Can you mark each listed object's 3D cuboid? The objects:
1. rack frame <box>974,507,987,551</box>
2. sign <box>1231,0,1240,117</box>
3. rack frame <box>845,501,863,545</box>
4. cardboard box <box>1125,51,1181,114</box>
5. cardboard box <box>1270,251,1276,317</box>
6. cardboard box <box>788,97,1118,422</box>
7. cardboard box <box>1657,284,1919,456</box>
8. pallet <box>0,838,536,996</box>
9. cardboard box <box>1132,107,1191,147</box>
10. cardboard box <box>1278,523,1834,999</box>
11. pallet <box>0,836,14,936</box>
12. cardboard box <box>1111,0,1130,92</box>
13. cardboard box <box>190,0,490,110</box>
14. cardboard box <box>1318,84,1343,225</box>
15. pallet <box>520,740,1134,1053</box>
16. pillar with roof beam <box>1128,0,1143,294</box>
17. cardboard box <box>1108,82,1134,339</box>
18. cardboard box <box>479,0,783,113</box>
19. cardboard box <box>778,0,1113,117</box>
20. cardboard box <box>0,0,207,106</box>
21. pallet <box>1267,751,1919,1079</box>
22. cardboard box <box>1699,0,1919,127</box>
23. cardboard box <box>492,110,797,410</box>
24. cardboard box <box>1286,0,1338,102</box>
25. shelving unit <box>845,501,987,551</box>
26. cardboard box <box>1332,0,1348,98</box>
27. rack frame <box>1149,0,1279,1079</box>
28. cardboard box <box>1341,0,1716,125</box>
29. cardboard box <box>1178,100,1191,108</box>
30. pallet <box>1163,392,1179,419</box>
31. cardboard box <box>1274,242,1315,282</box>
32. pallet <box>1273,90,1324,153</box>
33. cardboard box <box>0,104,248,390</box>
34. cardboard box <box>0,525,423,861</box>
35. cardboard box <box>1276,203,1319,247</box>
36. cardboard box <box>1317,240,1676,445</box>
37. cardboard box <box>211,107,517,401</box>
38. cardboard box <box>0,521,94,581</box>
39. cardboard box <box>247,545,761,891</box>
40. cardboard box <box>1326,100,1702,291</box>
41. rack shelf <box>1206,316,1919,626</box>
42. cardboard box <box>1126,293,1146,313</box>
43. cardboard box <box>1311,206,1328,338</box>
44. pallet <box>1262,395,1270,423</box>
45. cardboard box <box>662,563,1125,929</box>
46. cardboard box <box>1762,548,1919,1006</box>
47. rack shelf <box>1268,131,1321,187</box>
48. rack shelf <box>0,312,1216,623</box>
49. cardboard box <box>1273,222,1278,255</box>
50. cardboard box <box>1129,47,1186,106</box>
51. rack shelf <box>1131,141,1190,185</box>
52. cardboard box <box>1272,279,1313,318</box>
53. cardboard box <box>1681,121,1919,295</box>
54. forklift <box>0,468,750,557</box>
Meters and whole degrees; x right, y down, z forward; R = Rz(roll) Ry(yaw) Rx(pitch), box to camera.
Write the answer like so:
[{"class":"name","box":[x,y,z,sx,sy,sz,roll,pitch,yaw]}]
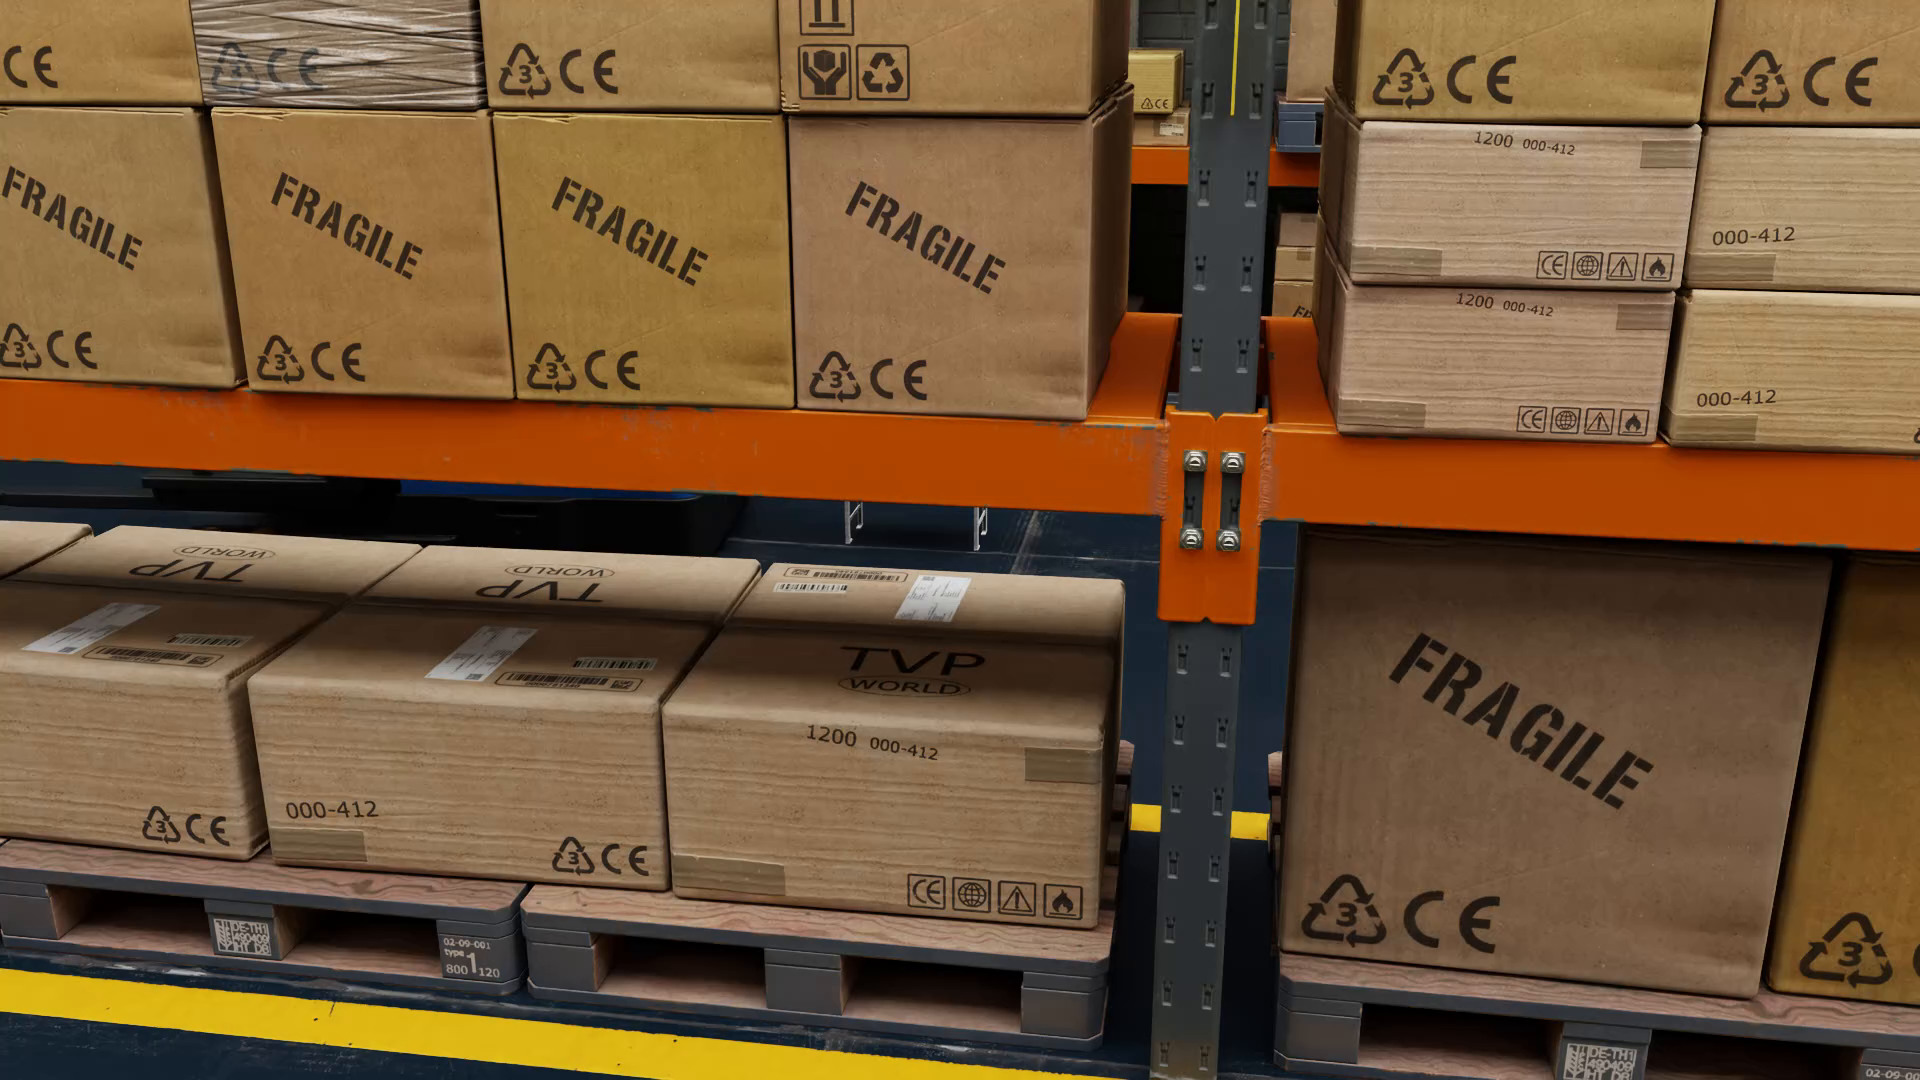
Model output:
[{"class":"rack frame","box":[0.077,-0.565,6.101,0.015,1.200,0.240,3,19,9]},{"class":"sign","box":[0.418,-0.808,2.502,0.005,0.325,0.100,3,19,9]},{"class":"rack frame","box":[-0.404,-0.590,6.174,0.015,1.200,0.240,3,19,9]},{"class":"cardboard box","box":[0.747,-2.108,7.644,0.500,0.250,0.500,3,19,10]},{"class":"cardboard box","box":[1.820,-1.171,8.353,0.500,0.500,0.500,3,19,8]},{"class":"cardboard box","box":[0.006,-0.525,2.986,0.500,0.500,0.500,3,19,9]},{"class":"cardboard box","box":[1.408,-0.332,2.805,0.500,0.250,0.500,2,19,7]},{"class":"pallet","box":[-1.442,0.665,3.983,1.213,0.211,1.003,3,19,9]},{"class":"cardboard box","box":[0.933,-1.907,7.671,0.250,0.149,0.380,3,19,9]},{"class":"cardboard box","box":[1.130,0.281,3.423,0.875,0.875,0.875,4,19,10]},{"class":"pallet","box":[-2.643,0.603,4.168,1.213,0.211,1.003,3,19,9]},{"class":"cardboard box","box":[0.073,-1.155,3.295,0.500,0.500,0.500,3,19,9]},{"class":"cardboard box","box":[-1.009,-1.043,2.961,0.500,0.500,0.500,3,19,9]},{"class":"cardboard box","box":[0.979,-0.754,3.277,0.500,0.250,0.500,3,19,9]},{"class":"pallet","box":[-0.234,0.726,3.801,1.213,0.211,1.003,3,19,9]},{"class":"pillar with roof beam","box":[0.061,-3.903,3.785,0.400,9.000,9.100,3,19,9]},{"class":"cardboard box","box":[0.083,-0.687,3.471,0.500,0.500,0.500,4,19,10]},{"class":"cardboard box","box":[-0.505,-1.021,2.893,0.500,0.500,0.500,3,19,8]},{"class":"cardboard box","box":[-0.005,-0.993,2.809,0.500,0.500,0.500,3,19,8]},{"class":"cardboard box","box":[-1.503,-1.071,3.044,0.500,0.500,0.500,3,19,9]},{"class":"pallet","box":[1.278,0.804,3.568,1.213,0.211,1.003,3,19,9]},{"class":"cardboard box","box":[1.400,-0.926,2.611,0.500,0.500,0.500,3,19,8]},{"class":"cardboard box","box":[-0.503,-0.549,3.058,0.500,0.500,0.500,2,19,7]},{"class":"cardboard box","box":[1.730,-2.241,7.455,0.500,0.500,0.700,3,19,10]},{"class":"shelving unit","box":[-0.163,-0.577,6.138,0.503,1.200,0.258,3,19,9]},{"class":"cardboard box","box":[0.986,-1.112,3.165,0.500,0.500,0.500,4,19,10]},{"class":"rack frame","box":[0.505,-0.534,3.171,0.127,3.000,1.000,3,19,9]},{"class":"cardboard box","box":[0.894,-0.943,2.661,0.500,0.500,0.500,3,19,9]},{"class":"cardboard box","box":[1.000,-2.073,8.166,0.250,0.149,0.380,3,19,9]},{"class":"pallet","box":[0.610,-0.801,8.366,1.213,0.211,1.003,3,19,9]},{"class":"cardboard box","box":[1.600,-1.309,7.743,0.250,0.149,0.380,4,19,11]},{"class":"pallet","box":[2.060,-1.924,7.628,1.213,0.211,1.003,3,19,9]},{"class":"cardboard box","box":[-1.516,-0.601,3.213,0.500,0.500,0.500,4,19,10]},{"class":"cardboard box","box":[-1.872,0.326,3.977,0.875,0.438,0.875,3,19,10]},{"class":"cardboard box","box":[1.610,-1.469,7.753,0.250,0.149,0.380,3,19,8]},{"class":"cardboard box","box":[0.897,-0.358,2.882,0.500,0.250,0.500,2,19,7]},{"class":"cardboard box","box":[-1.001,-0.569,3.120,0.500,0.500,0.500,3,19,8]},{"class":"cardboard box","box":[-2.777,0.283,4.107,0.875,0.438,0.875,2,19,7]},{"class":"cardboard box","box":[-0.982,0.372,3.840,0.875,0.438,0.875,2,19,7]},{"class":"cardboard box","box":[0.894,-0.589,2.786,0.500,0.250,0.500,2,19,7]},{"class":"rack shelf","box":[2.479,-0.092,2.985,4.000,0.370,1.077,3,19,9]},{"class":"cardboard box","box":[0.673,-1.120,8.500,0.500,0.311,0.500,4,19,11]},{"class":"cardboard box","box":[0.988,-0.519,3.364,0.500,0.250,0.500,2,19,7]},{"class":"pallet","box":[2.097,-0.738,8.175,1.213,0.211,1.003,3,19,9]},{"class":"cardboard box","box":[-0.098,0.417,3.706,0.875,0.438,0.875,3,19,8]},{"class":"cardboard box","box":[2.023,0.324,3.295,0.875,0.875,0.875,3,19,10]},{"class":"rack shelf","box":[3.263,-1.647,7.633,4.000,0.370,1.077,3,19,9]},{"class":"rack shelf","box":[-1.470,-0.293,3.586,4.000,0.370,1.077,3,19,9]},{"class":"cardboard box","box":[1.697,-1.482,8.261,0.250,0.149,0.380,2,19,6]},{"class":"cardboard box","box":[0.842,-2.269,8.123,0.500,0.250,0.500,3,19,8]},{"class":"rack shelf","box":[-0.686,-1.849,8.234,4.000,0.370,1.077,3,19,9]},{"class":"cardboard box","box":[1.730,-1.008,7.866,0.500,0.500,0.500,4,19,11]},{"class":"cardboard box","box":[1.414,-0.572,2.733,0.500,0.250,0.500,3,19,10]},{"class":"forklift","box":[-2.363,-1.428,5.950,3.031,2.935,1.130,1,19,4]}]
